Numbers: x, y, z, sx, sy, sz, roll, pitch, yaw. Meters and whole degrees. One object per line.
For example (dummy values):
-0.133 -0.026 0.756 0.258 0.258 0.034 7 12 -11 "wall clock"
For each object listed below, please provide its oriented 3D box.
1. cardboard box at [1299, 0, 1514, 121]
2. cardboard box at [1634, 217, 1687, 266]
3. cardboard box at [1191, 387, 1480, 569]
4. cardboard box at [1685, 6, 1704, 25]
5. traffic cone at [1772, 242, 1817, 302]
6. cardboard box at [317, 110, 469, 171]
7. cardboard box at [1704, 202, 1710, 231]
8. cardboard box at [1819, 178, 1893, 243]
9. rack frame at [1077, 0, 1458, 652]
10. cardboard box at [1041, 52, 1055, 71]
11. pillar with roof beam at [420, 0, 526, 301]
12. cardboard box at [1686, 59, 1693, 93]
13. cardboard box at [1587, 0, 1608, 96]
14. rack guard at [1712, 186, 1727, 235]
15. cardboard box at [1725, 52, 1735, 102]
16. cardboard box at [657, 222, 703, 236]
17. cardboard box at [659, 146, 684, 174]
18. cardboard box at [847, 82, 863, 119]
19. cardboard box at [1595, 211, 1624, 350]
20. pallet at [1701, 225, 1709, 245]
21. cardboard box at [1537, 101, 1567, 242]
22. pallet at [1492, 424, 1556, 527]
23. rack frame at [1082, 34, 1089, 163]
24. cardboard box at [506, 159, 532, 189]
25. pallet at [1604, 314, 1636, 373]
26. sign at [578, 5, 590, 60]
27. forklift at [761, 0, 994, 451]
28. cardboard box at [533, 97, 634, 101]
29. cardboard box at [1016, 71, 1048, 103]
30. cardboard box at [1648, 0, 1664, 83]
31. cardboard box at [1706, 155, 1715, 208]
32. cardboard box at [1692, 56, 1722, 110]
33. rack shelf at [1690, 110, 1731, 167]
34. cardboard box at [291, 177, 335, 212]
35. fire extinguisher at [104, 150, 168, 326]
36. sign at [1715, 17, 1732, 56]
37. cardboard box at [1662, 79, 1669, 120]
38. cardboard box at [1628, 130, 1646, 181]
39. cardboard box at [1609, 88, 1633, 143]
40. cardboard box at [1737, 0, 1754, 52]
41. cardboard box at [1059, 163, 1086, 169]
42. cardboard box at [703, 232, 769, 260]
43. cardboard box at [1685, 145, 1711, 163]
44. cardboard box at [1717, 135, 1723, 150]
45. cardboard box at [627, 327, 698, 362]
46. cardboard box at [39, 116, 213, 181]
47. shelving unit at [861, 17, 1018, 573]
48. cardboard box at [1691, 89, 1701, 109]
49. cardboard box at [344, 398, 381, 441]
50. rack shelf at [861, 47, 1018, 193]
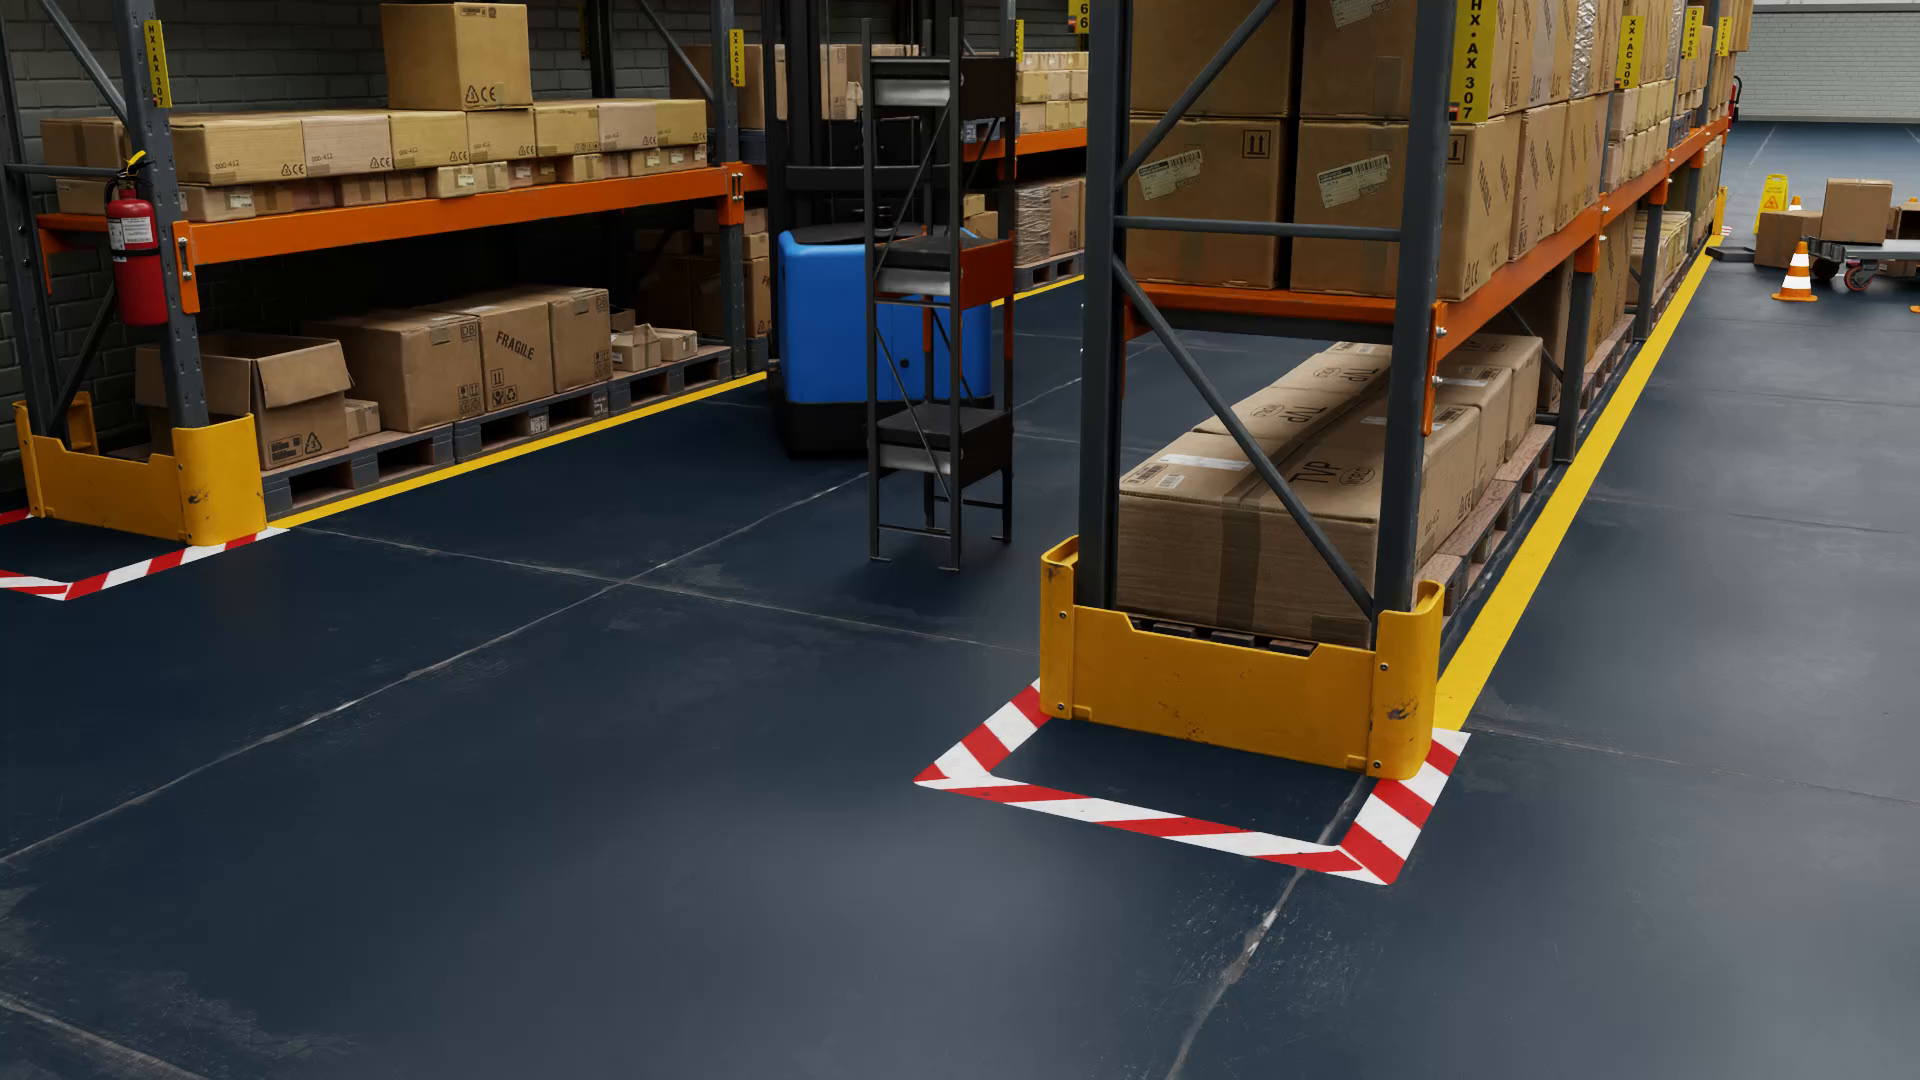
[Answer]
1.307 -1.485 4.825 0.500 0.500 0.500 8 18 24 "cardboard box"
5.649 -2.553 14.228 0.950 0.372 0.625 9 19 29 "cardboard box"
1.444 -0.260 6.394 0.875 0.438 0.875 9 19 27 "cardboard box"
5.797 -4.235 13.439 0.380 0.149 0.250 7 18 23 "cardboard box"
6.898 -2.218 13.681 0.336 0.463 0.334 8 18 25 "traffic cone"
-2.713 -1.912 7.936 0.500 0.250 0.500 8 18 24 "cardboard box"
7.399 -3.325 17.044 0.500 0.250 0.500 7 18 23 "cardboard box"
7.805 -2.874 14.494 0.500 0.500 0.500 8 18 25 "cardboard box"
0.837 -0.872 4.691 1.000 3.000 0.127 8 18 25 "rack frame"
0.586 -4.080 14.177 0.380 0.149 0.250 9 19 27 "cardboard box"
0.916 -4.787 7.336 9.100 9.000 0.400 8 18 25 "pillar with roof beam"
5.278 -3.656 12.631 0.500 0.500 0.500 8 19 26 "cardboard box"
2.427 -2.134 7.011 0.500 0.500 0.500 8 18 25 "cardboard box"
7.953 -3.730 18.704 1.175 0.500 0.348 8 18 25 "rack guard"
7.763 -4.838 17.345 0.500 0.500 0.500 8 18 25 "cardboard box"
-1.798 -2.033 11.116 0.380 0.149 0.250 8 18 25 "cardboard box"
-1.831 -2.218 9.666 0.380 0.149 0.250 9 19 27 "cardboard box"
-0.853 -2.963 11.231 0.396 0.266 0.258 9 19 28 "cardboard box"
3.627 -1.700 10.475 0.875 0.875 0.875 8 18 26 "cardboard box"
7.558 -3.389 18.063 1.003 0.211 1.213 8 18 25 "pallet"
1.962 -1.395 6.277 0.500 0.500 0.500 9 19 27 "cardboard box"
2.215 -0.370 7.900 1.003 0.211 1.213 8 18 25 "pallet"
1.757 -4.559 17.105 1.000 3.000 0.127 8 18 25 "rack frame"
-2.440 -1.897 8.583 0.380 0.149 0.250 8 18 25 "cardboard box"
3.992 -1.382 11.305 1.003 0.211 1.213 8 18 25 "pallet"
-2.316 -3.146 10.315 0.100 0.325 0.005 8 18 25 "sign"
-0.559 -2.224 9.365 1.130 2.935 3.031 -2 17 -8 "forklift"
-2.280 -2.500 9.915 0.500 0.250 0.500 8 18 25 "cardboard box"
0.409 -3.787 13.891 0.500 0.250 0.500 8 18 25 "cardboard box"
3.733 -2.886 9.543 0.500 0.500 0.500 8 18 24 "cardboard box"
7.166 -3.557 16.506 0.500 0.500 0.500 9 19 28 "cardboard box"
6.645 -4.196 15.184 0.500 0.500 0.500 8 18 25 "cardboard box"
7.093 -4.093 16.800 1.077 0.370 4.000 8 18 25 "rack shelf"
-3.054 -1.573 7.493 0.380 0.149 0.250 8 18 25 "cardboard box"
-3.257 -1.190 6.554 0.296 0.674 0.183 8 18 25 "fire extinguisher"
6.698 -4.414 14.583 0.100 0.325 0.005 8 18 25 "sign"
4.197 -2.791 10.537 0.500 0.250 0.500 8 18 24 "cardboard box"
3.531 -2.158 9.285 0.500 0.250 0.500 8 18 25 "cardboard box"
3.074 -2.135 8.329 0.500 0.250 0.500 8 18 24 "cardboard box"
7.585 -5.188 16.770 0.700 0.500 0.500 8 18 25 "cardboard box"
1.534 -3.488 16.932 0.875 0.625 0.625 9 19 28 "cardboard box"
-1.419 -1.893 10.642 0.380 0.149 0.250 9 19 28 "cardboard box"
6.814 -3.622 15.587 0.380 0.149 0.250 8 18 26 "cardboard box"
7.758 -4.162 17.403 0.380 0.149 0.250 9 19 27 "cardboard box"
-1.804 -1.177 9.987 0.380 0.149 0.250 7 18 24 "cardboard box"
-3.637 -1.724 7.302 0.500 0.250 0.500 9 19 27 "cardboard box"
-0.074 -0.964 6.583 0.431 2.100 0.503 8 18 25 "shelving unit"
5.889 -3.643 13.724 0.380 0.149 0.250 8 18 26 "cardboard box"
-3.022 -0.584 7.992 0.380 0.149 0.250 7 18 23 "cardboard box"
-0.074 -1.622 6.388 0.431 0.518 0.480 8 18 25 "rack shelf"
